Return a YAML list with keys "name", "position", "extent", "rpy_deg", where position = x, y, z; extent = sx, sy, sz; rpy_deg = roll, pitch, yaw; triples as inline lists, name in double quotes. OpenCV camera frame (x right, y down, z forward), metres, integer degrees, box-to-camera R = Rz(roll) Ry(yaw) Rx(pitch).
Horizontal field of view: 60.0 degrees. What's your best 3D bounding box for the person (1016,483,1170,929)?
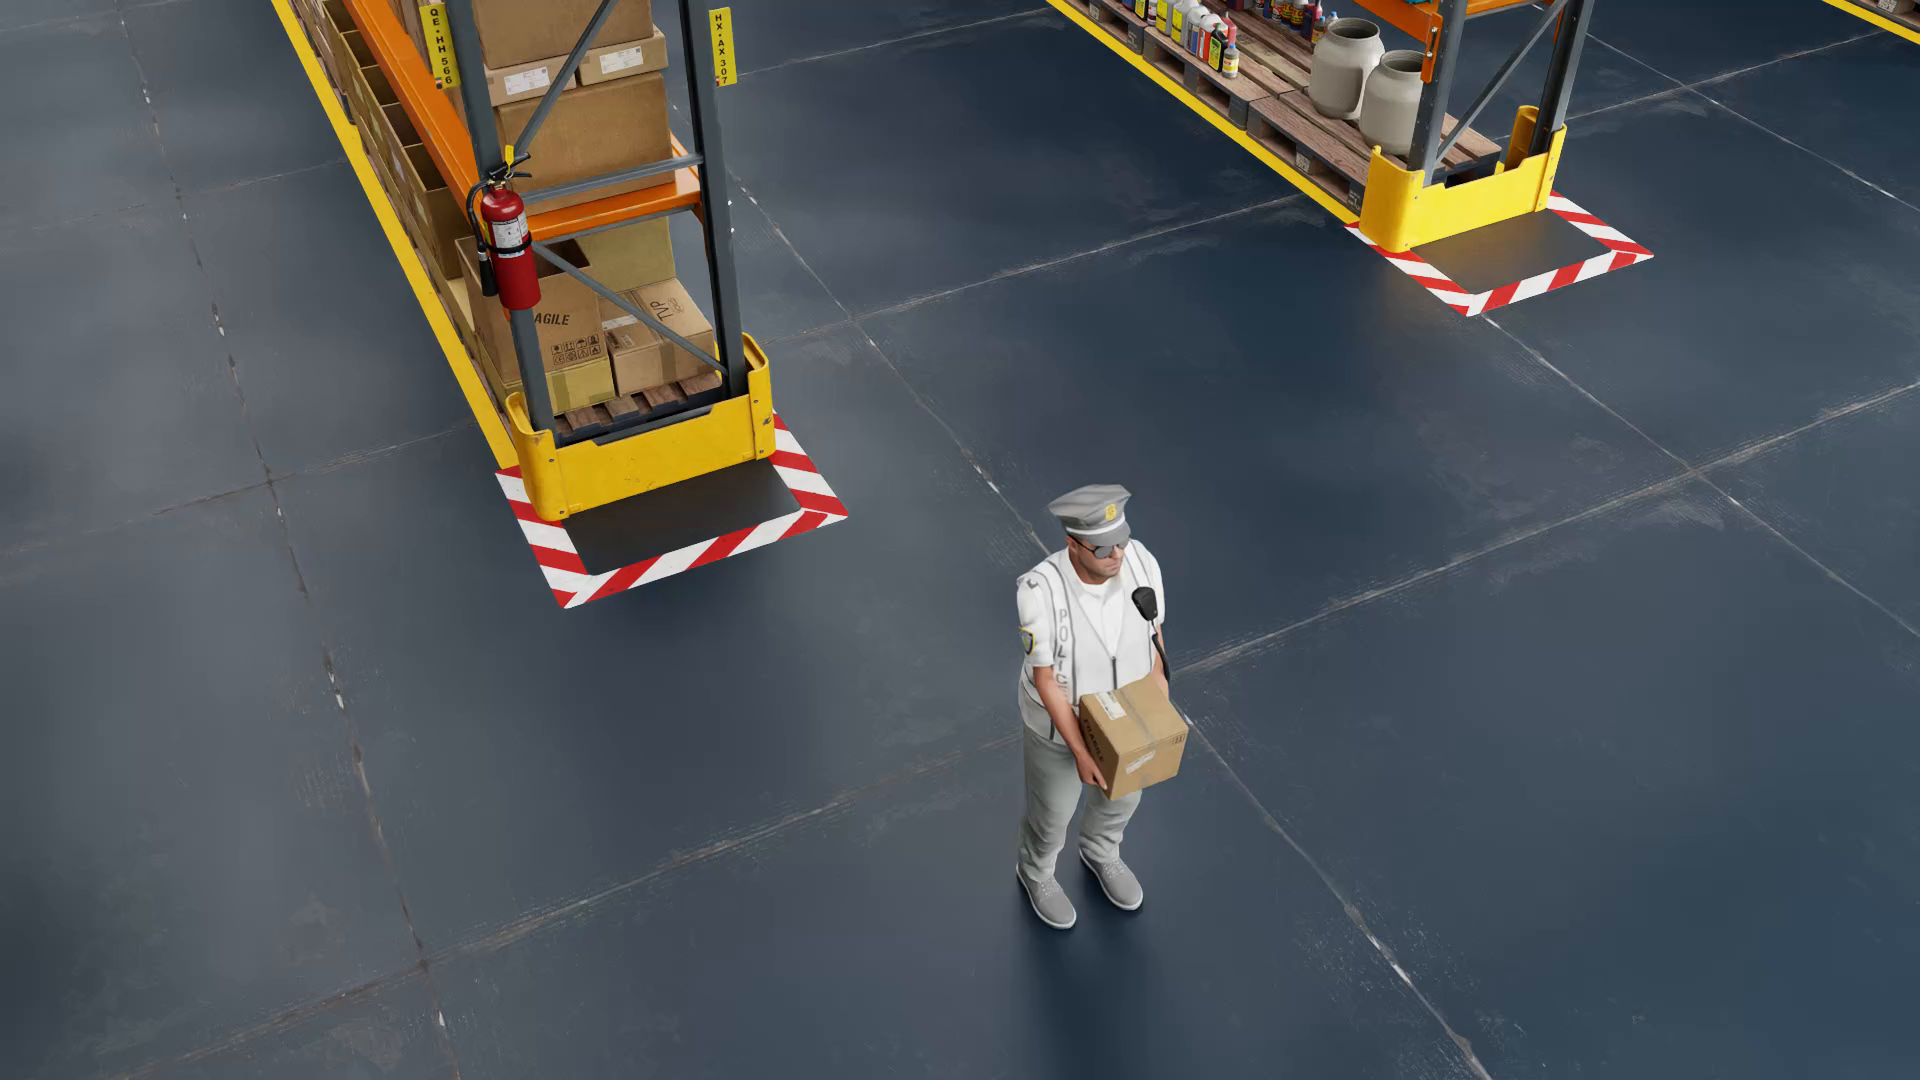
- name: "person"
  position: [0.461, 0.596, 5.454]
  extent: [0.494, 1.766, 0.571]
  rpy_deg: [-18, 44, -20]
